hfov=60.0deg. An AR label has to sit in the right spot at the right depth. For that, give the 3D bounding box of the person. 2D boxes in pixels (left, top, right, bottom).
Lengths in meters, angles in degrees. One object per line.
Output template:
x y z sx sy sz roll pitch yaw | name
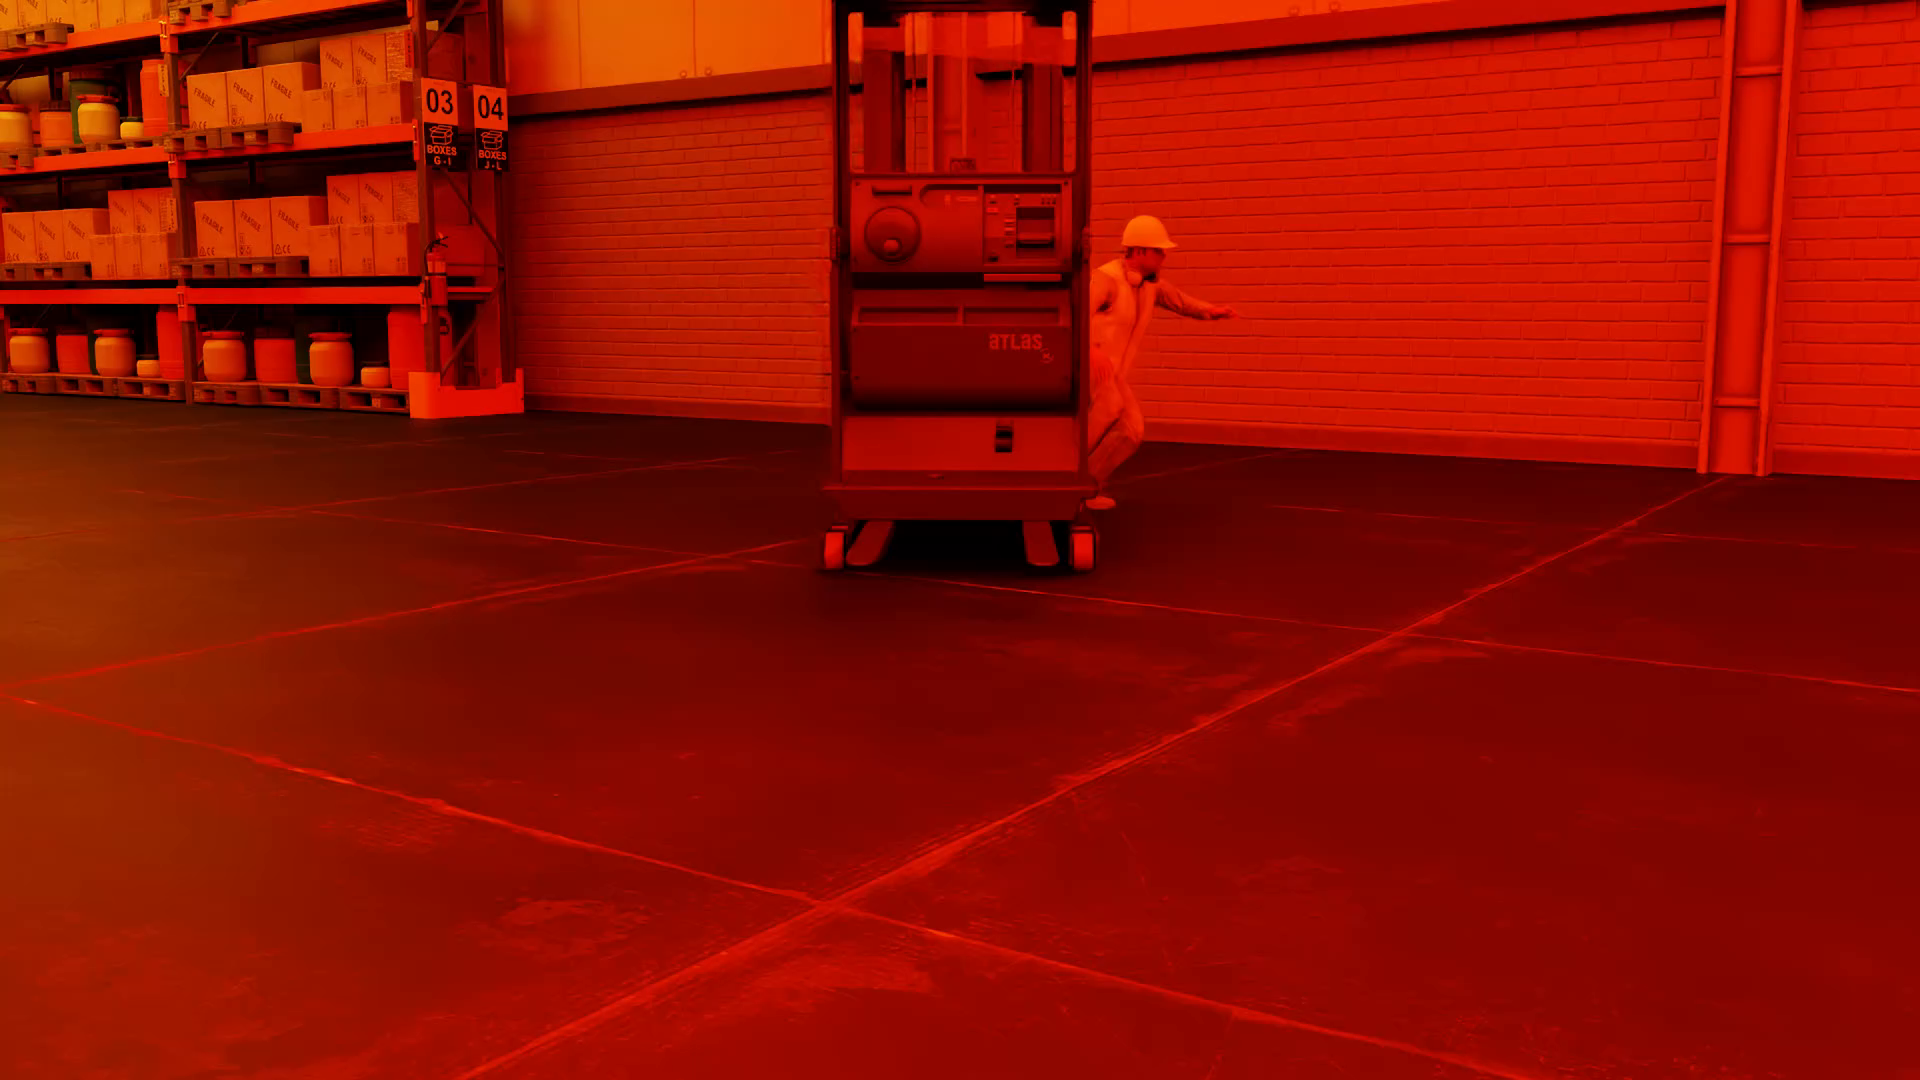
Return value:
0.873 -0.913 8.657 0.916 1.532 1.105 6 10 36 | person

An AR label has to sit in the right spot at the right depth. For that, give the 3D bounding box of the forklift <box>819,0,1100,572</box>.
0.003 -1.364 6.784 1.130 2.935 3.031 0 8 1 | forklift
